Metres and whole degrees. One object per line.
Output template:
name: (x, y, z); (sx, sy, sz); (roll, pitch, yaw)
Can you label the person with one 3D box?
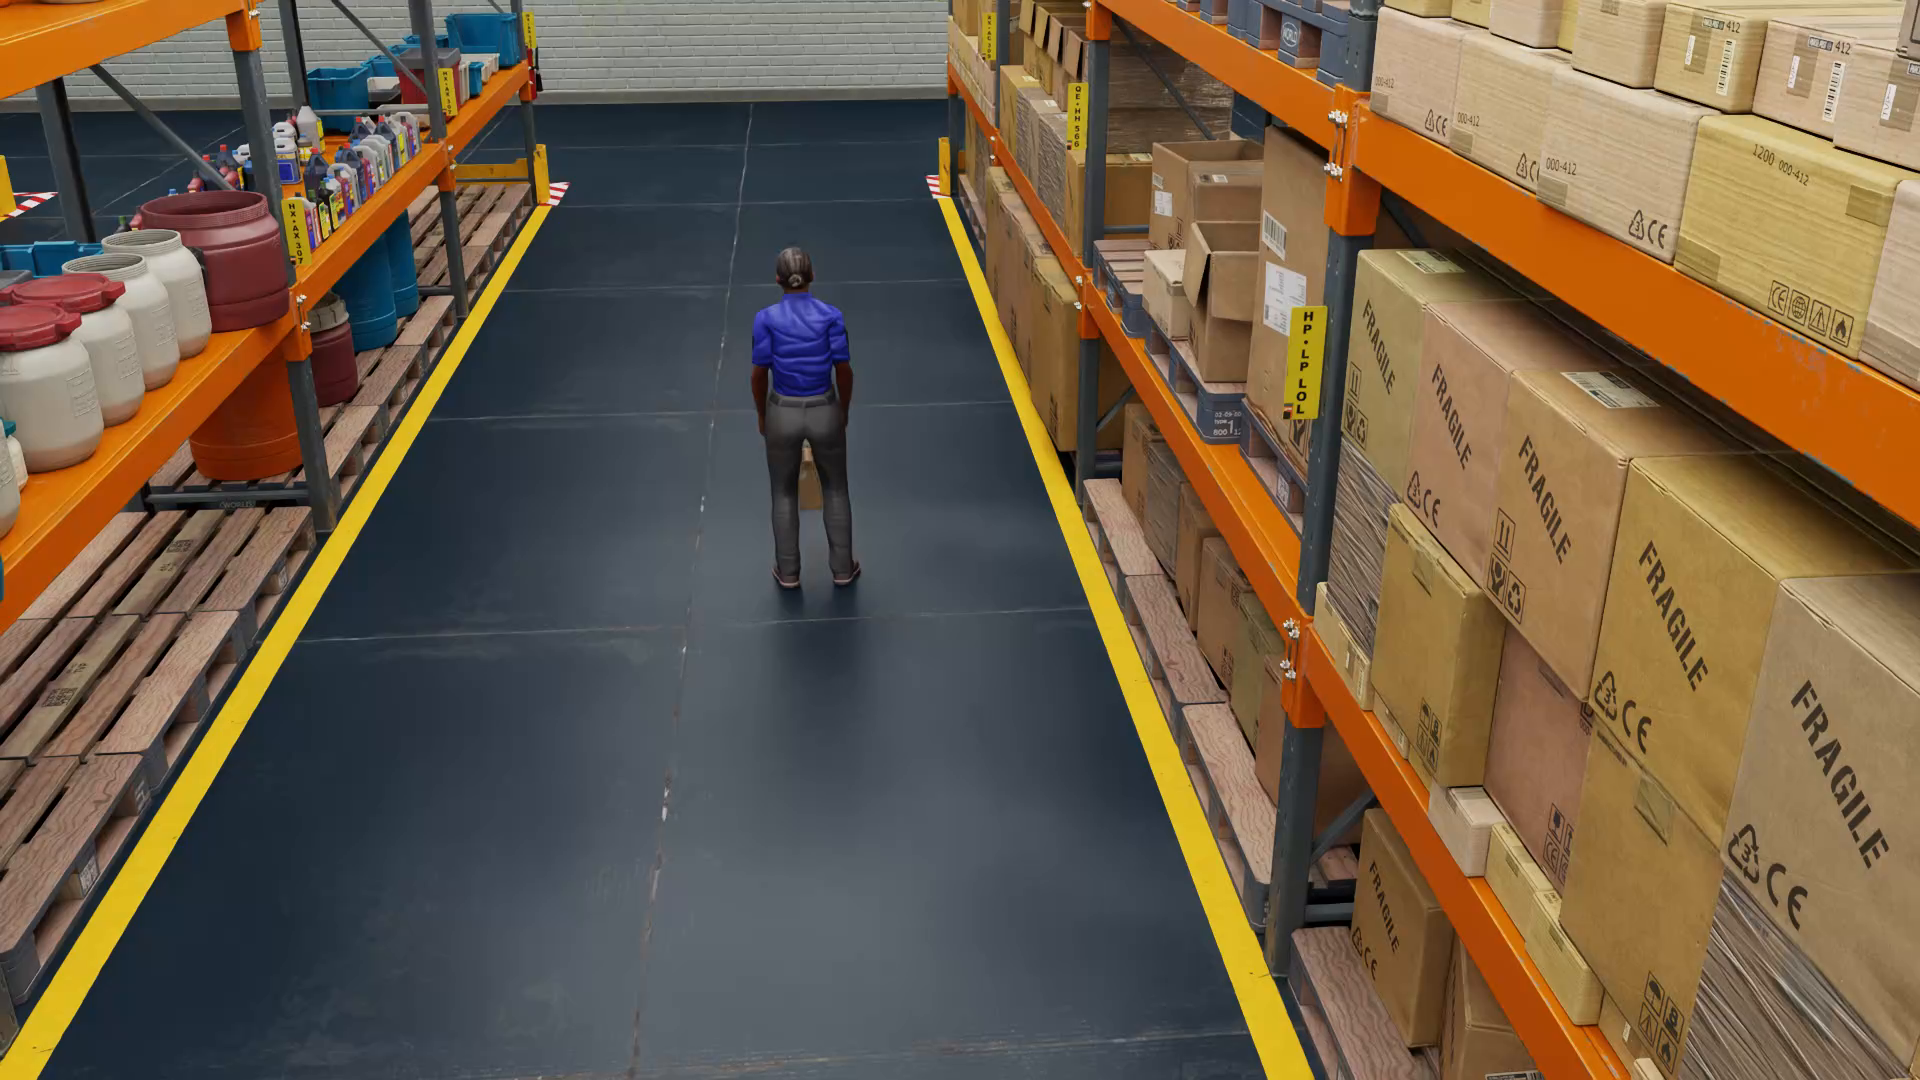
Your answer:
person: (-0.740, -0.592, 7.853); (0.478, 1.588, 0.322); (-3, 24, -7)
